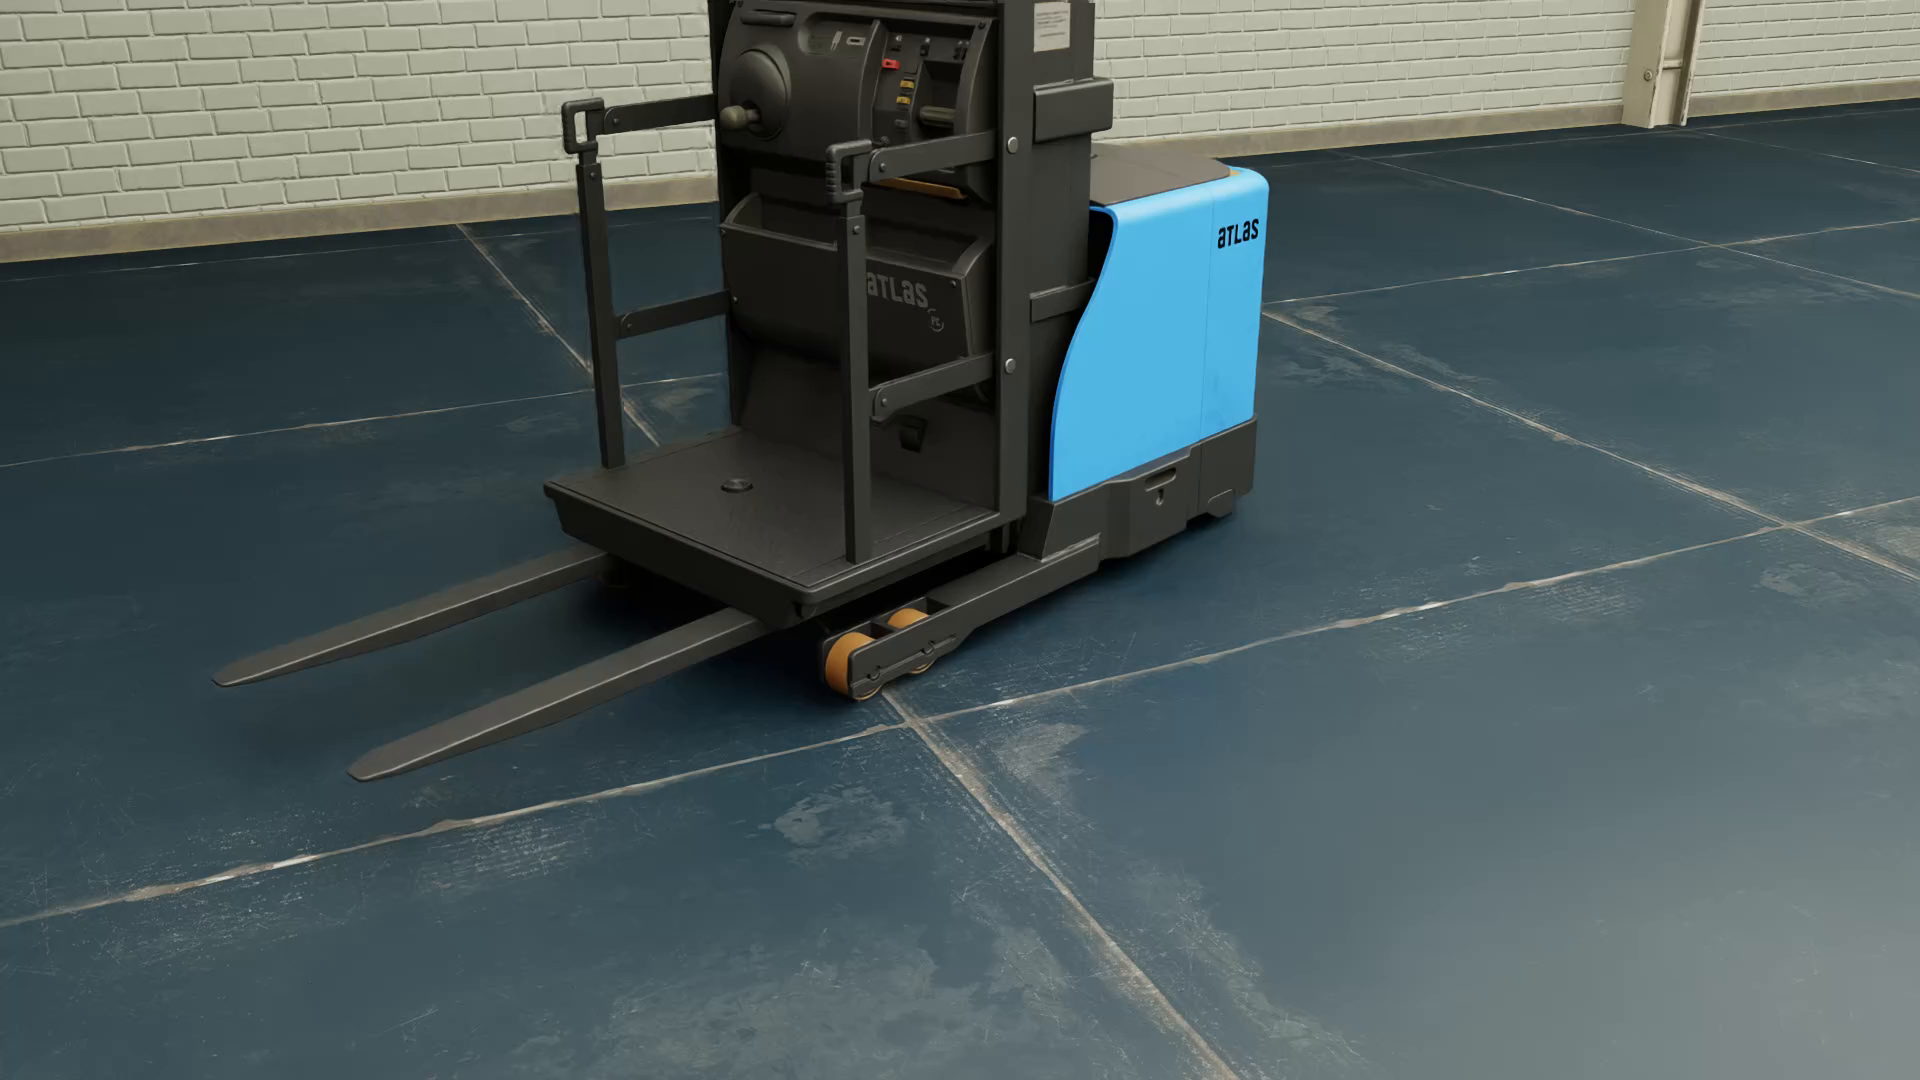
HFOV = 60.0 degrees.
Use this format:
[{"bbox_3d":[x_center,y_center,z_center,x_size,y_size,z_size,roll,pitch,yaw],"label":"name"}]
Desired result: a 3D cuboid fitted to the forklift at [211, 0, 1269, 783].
[{"bbox_3d":[-0.430,-1.175,4.115,1.130,2.935,3.031,19,29,39],"label":"forklift"}]
